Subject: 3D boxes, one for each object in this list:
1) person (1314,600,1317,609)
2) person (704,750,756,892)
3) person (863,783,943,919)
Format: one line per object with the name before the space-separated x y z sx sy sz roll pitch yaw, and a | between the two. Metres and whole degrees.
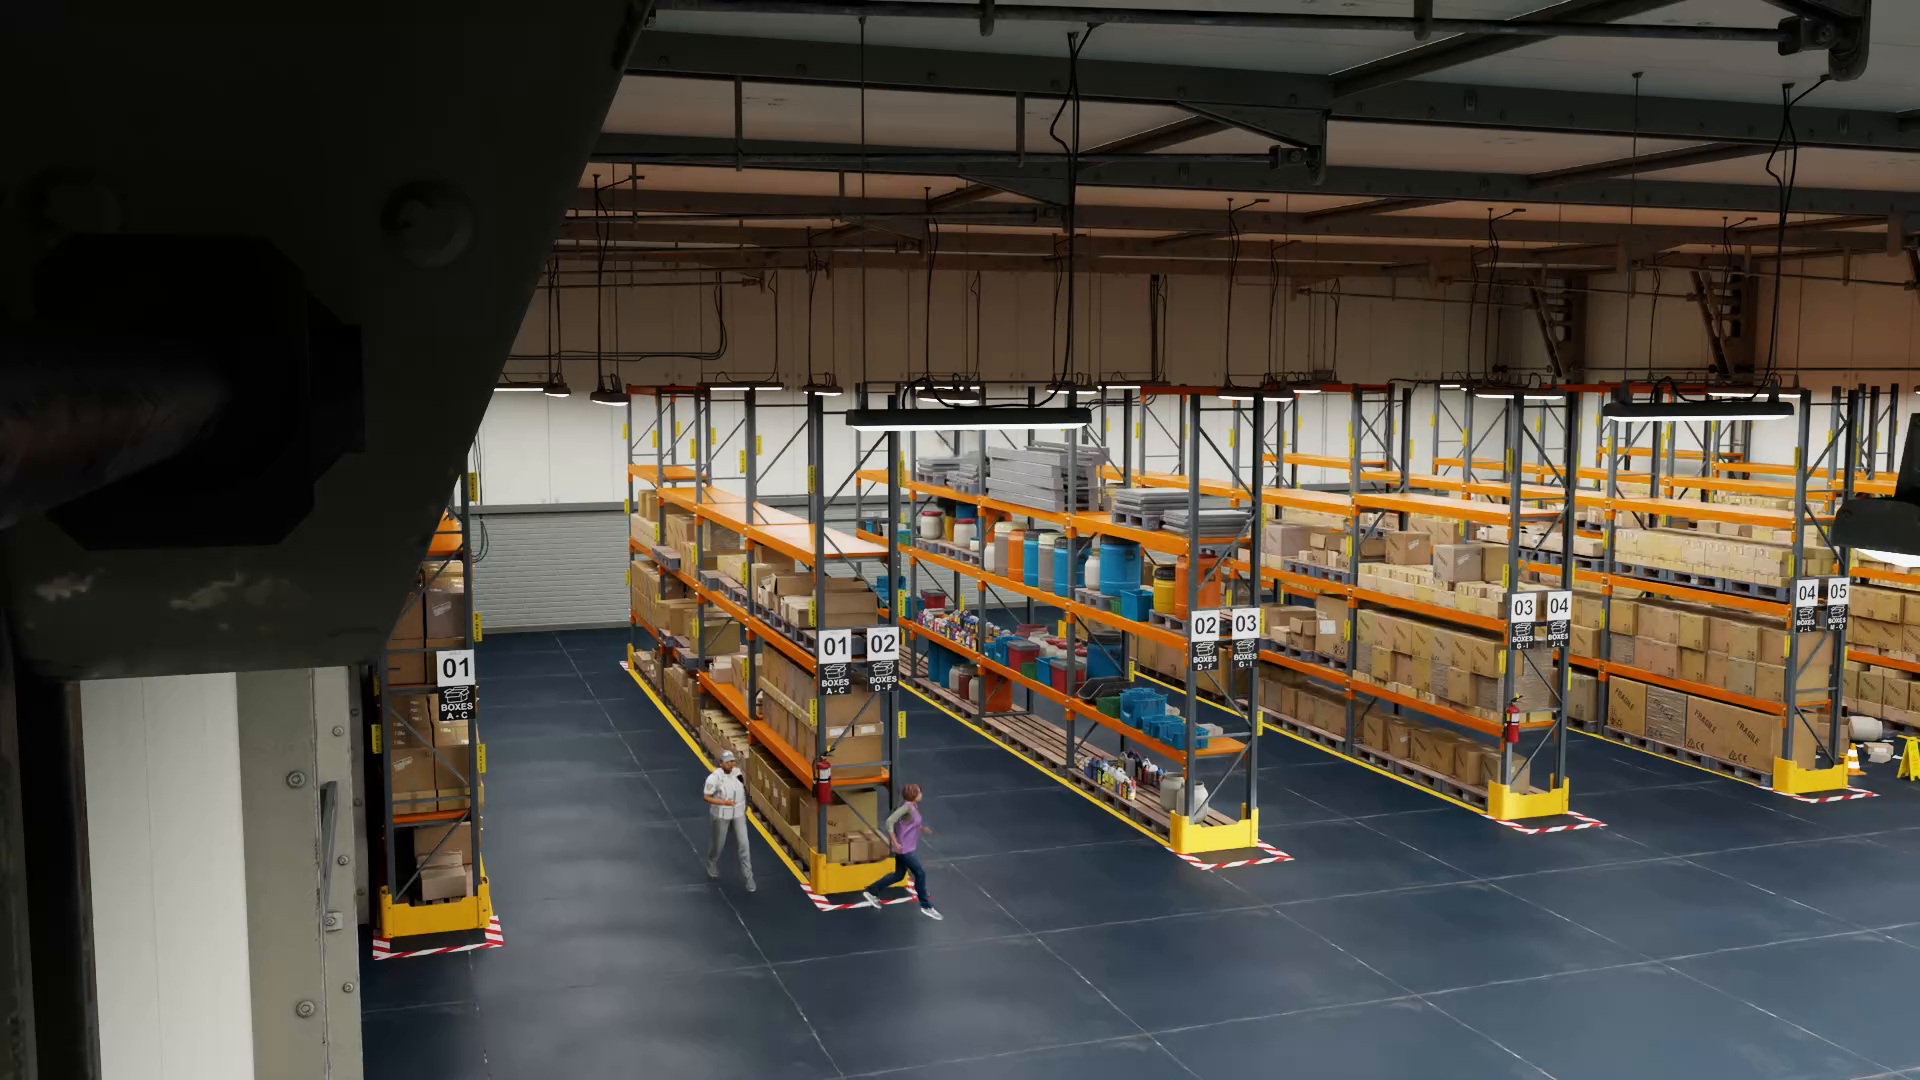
person | 8.941 1.316 40.586 0.699 1.743 0.834 -4 7 -33
person | -2.862 3.385 20.347 0.615 1.685 0.915 -3 7 -30
person | -0.663 3.569 19.102 0.926 1.602 0.557 1 6 5
